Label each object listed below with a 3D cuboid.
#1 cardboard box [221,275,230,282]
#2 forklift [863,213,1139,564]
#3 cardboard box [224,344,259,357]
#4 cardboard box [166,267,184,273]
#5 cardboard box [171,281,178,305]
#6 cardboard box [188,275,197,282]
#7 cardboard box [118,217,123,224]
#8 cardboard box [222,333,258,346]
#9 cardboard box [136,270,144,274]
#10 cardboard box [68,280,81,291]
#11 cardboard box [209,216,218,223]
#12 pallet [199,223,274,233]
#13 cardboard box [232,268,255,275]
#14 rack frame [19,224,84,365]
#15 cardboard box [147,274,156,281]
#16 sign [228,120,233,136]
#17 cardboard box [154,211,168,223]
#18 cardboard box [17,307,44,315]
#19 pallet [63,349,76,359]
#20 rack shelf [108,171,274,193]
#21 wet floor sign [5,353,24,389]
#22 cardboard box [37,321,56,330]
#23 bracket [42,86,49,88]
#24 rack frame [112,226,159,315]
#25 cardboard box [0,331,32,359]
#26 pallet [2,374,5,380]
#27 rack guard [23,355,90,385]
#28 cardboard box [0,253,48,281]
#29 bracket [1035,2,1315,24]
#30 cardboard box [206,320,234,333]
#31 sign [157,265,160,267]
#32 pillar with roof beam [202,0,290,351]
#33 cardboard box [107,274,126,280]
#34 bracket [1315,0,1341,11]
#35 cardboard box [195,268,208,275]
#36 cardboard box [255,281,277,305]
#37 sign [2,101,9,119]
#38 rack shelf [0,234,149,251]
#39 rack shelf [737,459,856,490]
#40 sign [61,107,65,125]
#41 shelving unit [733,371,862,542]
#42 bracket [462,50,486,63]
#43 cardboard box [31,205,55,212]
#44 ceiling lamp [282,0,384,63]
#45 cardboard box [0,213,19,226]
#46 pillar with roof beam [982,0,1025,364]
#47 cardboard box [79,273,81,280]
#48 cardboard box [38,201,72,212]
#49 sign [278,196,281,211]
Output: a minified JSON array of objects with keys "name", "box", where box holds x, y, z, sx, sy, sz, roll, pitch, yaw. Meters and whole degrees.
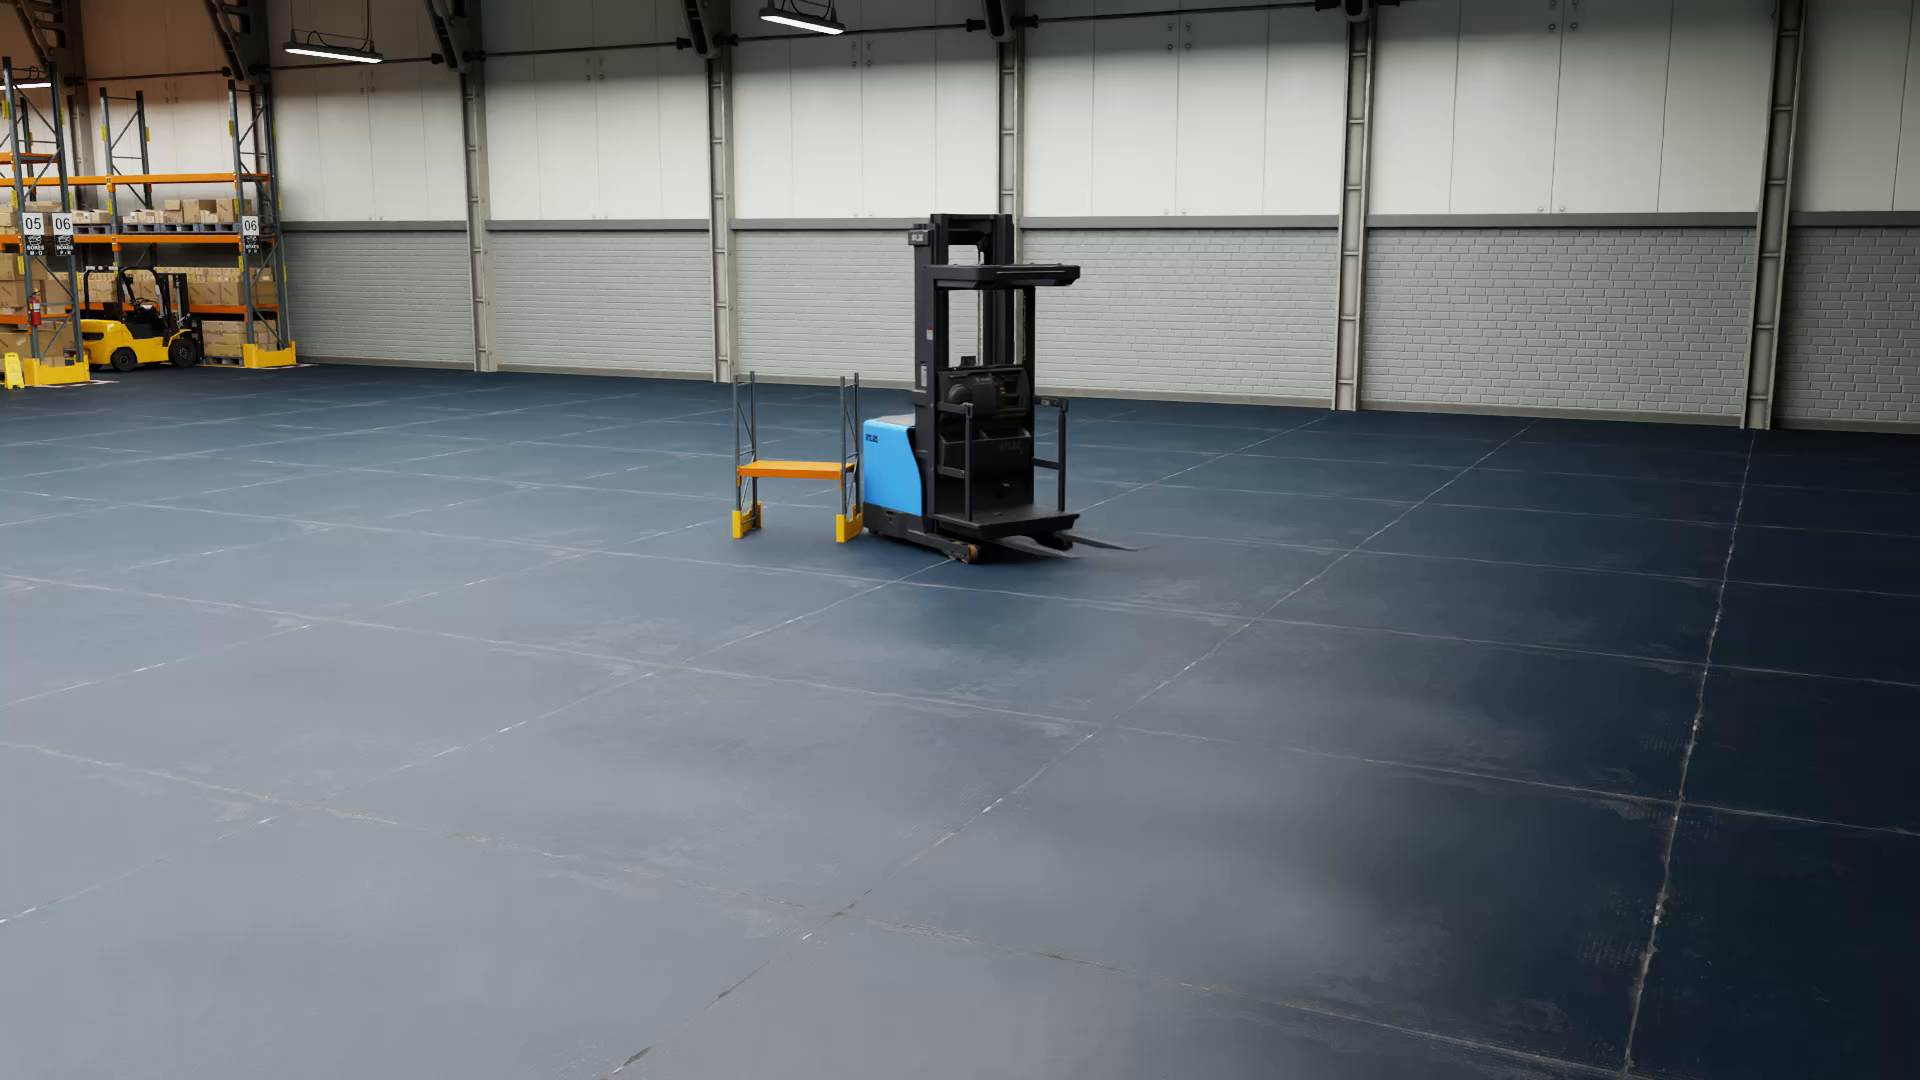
[{"name":"cardboard box","box":[-15.730,-5.647,35.926,0.250,0.149,0.380,5,12,27]},{"name":"forklift","box":[0.335,-1.334,14.390,1.130,2.935,3.031,-7,12,-34]},{"name":"cardboard box","box":[-15.614,-4.121,36.137,0.500,0.250,0.500,5,11,26]},{"name":"cardboard box","box":[-17.295,-5.949,36.760,0.250,0.149,0.380,5,11,26]},{"name":"cardboard box","box":[-16.986,-5.447,36.643,0.500,0.500,0.500,5,11,26]},{"name":"cardboard box","box":[-16.648,-5.729,36.377,0.250,0.149,0.380,5,11,26]},{"name":"cardboard box","box":[-19.314,-7.302,37.997,0.250,0.149,0.380,5,11,26]},{"name":"cardboard box","box":[-15.627,-4.368,36.103,0.500,0.250,0.500,5,11,25]},{"name":"cardboard box","box":[-18.203,-6.035,37.233,0.250,0.149,0.380,5,11,27]},{"name":"cardboard box","box":[-20.113,-5.846,38.147,0.500,0.250,0.500,5,12,27]},{"name":"cardboard box","box":[-15.930,-6.905,35.805,0.250,0.149,0.380,5,11,24]},{"name":"pallet","box":[-15.675,-6.773,36.075,1.213,0.211,1.003,5,11,26]},{"name":"cardboard box","box":[-15.467,-5.790,35.880,0.250,0.149,0.380,5,11,26]},{"name":"rack frame","box":[-17.245,-4.487,31.622,0.127,3.000,1.000,5,11,26]},{"name":"cardboard box","box":[-17.803,-5.829,36.934,0.250,0.149,0.380,5,12,27]},{"name":"sign","box":[-15.305,-8.646,34.906,0.005,0.325,0.100,5,11,26]},{"name":"cardboard box","box":[-17.443,-7.096,36.529,0.258,0.266,0.396,5,11,24]},{"name":"cardboard box","box":[-17.675,-4.359,31.618,0.250,0.149,0.380,5,12,28]},{"name":"pallet","box":[-20.416,-4.371,38.810,1.213,0.211,1.003,5,11,26]},{"name":"rack shelf","box":[-16.846,-7.839,36.440,4.000,0.370,1.077,5,11,26]},{"name":"wet floor sign","box":[-17.548,-3.143,30.804,0.267,0.644,0.232,-10,14,-43]},{"name":"cardboard box","box":[-21.084,-4.847,39.100,0.625,0.625,0.875,5,12,28]},{"name":"bracket","box":[-21.188,-10.651,38.727,0.430,0.232,0.235,5,11,26]},{"name":"rack frame","box":[-18.640,-5.596,37.745,0.127,3.000,1.000,5,11,26]},{"name":"cardboard box","box":[-18.079,-3.731,31.881,0.500,0.500,0.500,5,11,26]},{"name":"pallet","box":[-19.116,-3.287,32.820,1.213,0.211,1.003,5,11,26]},{"name":"rack guard","box":[-17.313,-3.263,31.877,0.348,0.500,1.175,5,11,26]},{"name":"cardboard box","box":[-17.800,-5.180,31.527,0.500,0.500,0.700,5,11,24]},{"name":"bracket","box":[3.405,-8.490,26.787,4.783,0.066,0.076,5,11,26]},{"name":"cardboard box","box":[-16.064,-4.652,36.264,0.500,0.250,0.500,5,12,27]},{"name":"sign","box":[-18.395,-6.149,38.151,0.005,0.325,0.100,5,11,26]},{"name":"pillar with roof beam","box":[-17.183,-7.744,32.769,0.548,9.000,9.100,5,11,26]},{"name":"cardboard box","box":[-19.044,-5.955,37.631,0.250,0.149,0.380,5,12,28]},{"name":"bracket","box":[5.716,-8.287,25.665,0.430,0.232,0.235,5,11,26]},{"name":"cardboard box","box":[-16.421,-5.855,36.240,0.250,0.149,0.380,5,12,27]},{"name":"cardboard box","box":[-15.374,-5.413,36.455,0.500,0.500,0.500,5,12,28]},{"name":"sign","box":[-17.509,-7.890,30.509,0.005,0.325,0.100,5,11,26]},{"name":"rack shelf","box":[-20.433,-6.875,38.413,4.000,0.370,1.077,5,11,26]},{"name":"rack shelf","box":[-1.502,-0.611,15.427,1.000,0.185,0.538,2,11,12]},{"name":"sign","box":[-17.005,-8.025,31.476,0.005,0.325,0.100,5,11,26]},{"name":"shelving unit","box":[-1.511,-0.789,15.397,1.083,1.500,0.587,2,11,12]},{"name":"bracket","box":[-9.682,-9.640,33.141,0.430,0.232,0.235,5,11,26]},{"name":"cardboard box","box":[-17.474,-6.293,31.641,0.250,0.149,0.380,5,11,25]},{"name":"ceiling lamp","box":[-10.675,-9.956,28.602,0.800,3.185,2.000,5,11,26]},{"name":"cardboard box","box":[-17.823,-6.033,31.326,0.500,0.250,0.500,5,11,25]},{"name":"pillar with roof beam","box":[-1.041,-6.325,24.932,0.548,9.000,9.100,5,11,26]},{"name":"cardboard box","box":[-19.981,-6.031,38.047,0.250,0.149,0.380,5,11,24]},{"name":"cardboard box","box":[-20.772,-7.516,38.191,0.500,0.500,0.500,5,12,27]},{"name":"sign","box":[-14.801,-7.314,36.139,0.005,0.325,0.100,5,11,26]}]
